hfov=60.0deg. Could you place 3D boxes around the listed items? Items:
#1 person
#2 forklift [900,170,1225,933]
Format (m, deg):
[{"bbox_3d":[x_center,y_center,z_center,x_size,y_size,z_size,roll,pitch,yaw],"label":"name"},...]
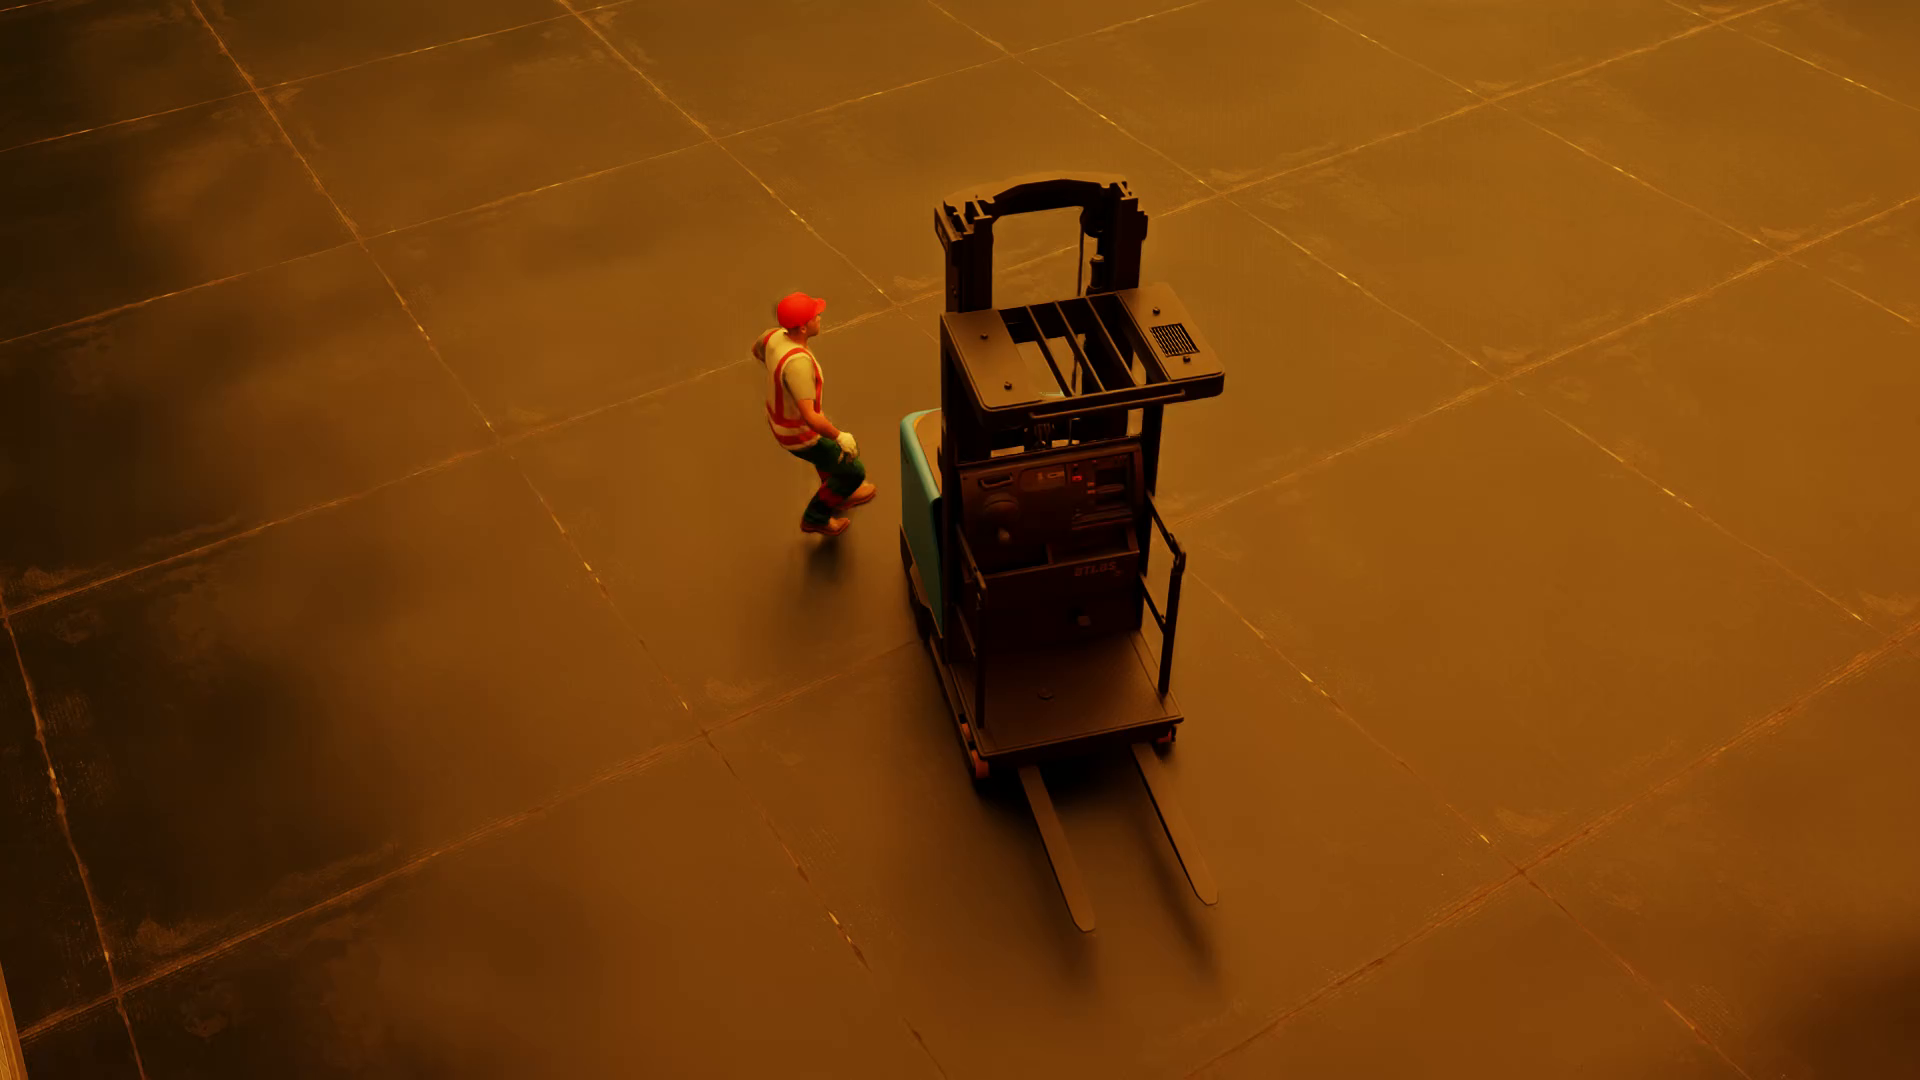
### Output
[{"bbox_3d":[-0.770,-0.709,9.637,0.683,1.722,0.998,-13,43,-15],"label":"person"},{"bbox_3d":[0.511,-0.141,8.032,1.130,2.935,3.031,-10,42,-11],"label":"forklift"}]
